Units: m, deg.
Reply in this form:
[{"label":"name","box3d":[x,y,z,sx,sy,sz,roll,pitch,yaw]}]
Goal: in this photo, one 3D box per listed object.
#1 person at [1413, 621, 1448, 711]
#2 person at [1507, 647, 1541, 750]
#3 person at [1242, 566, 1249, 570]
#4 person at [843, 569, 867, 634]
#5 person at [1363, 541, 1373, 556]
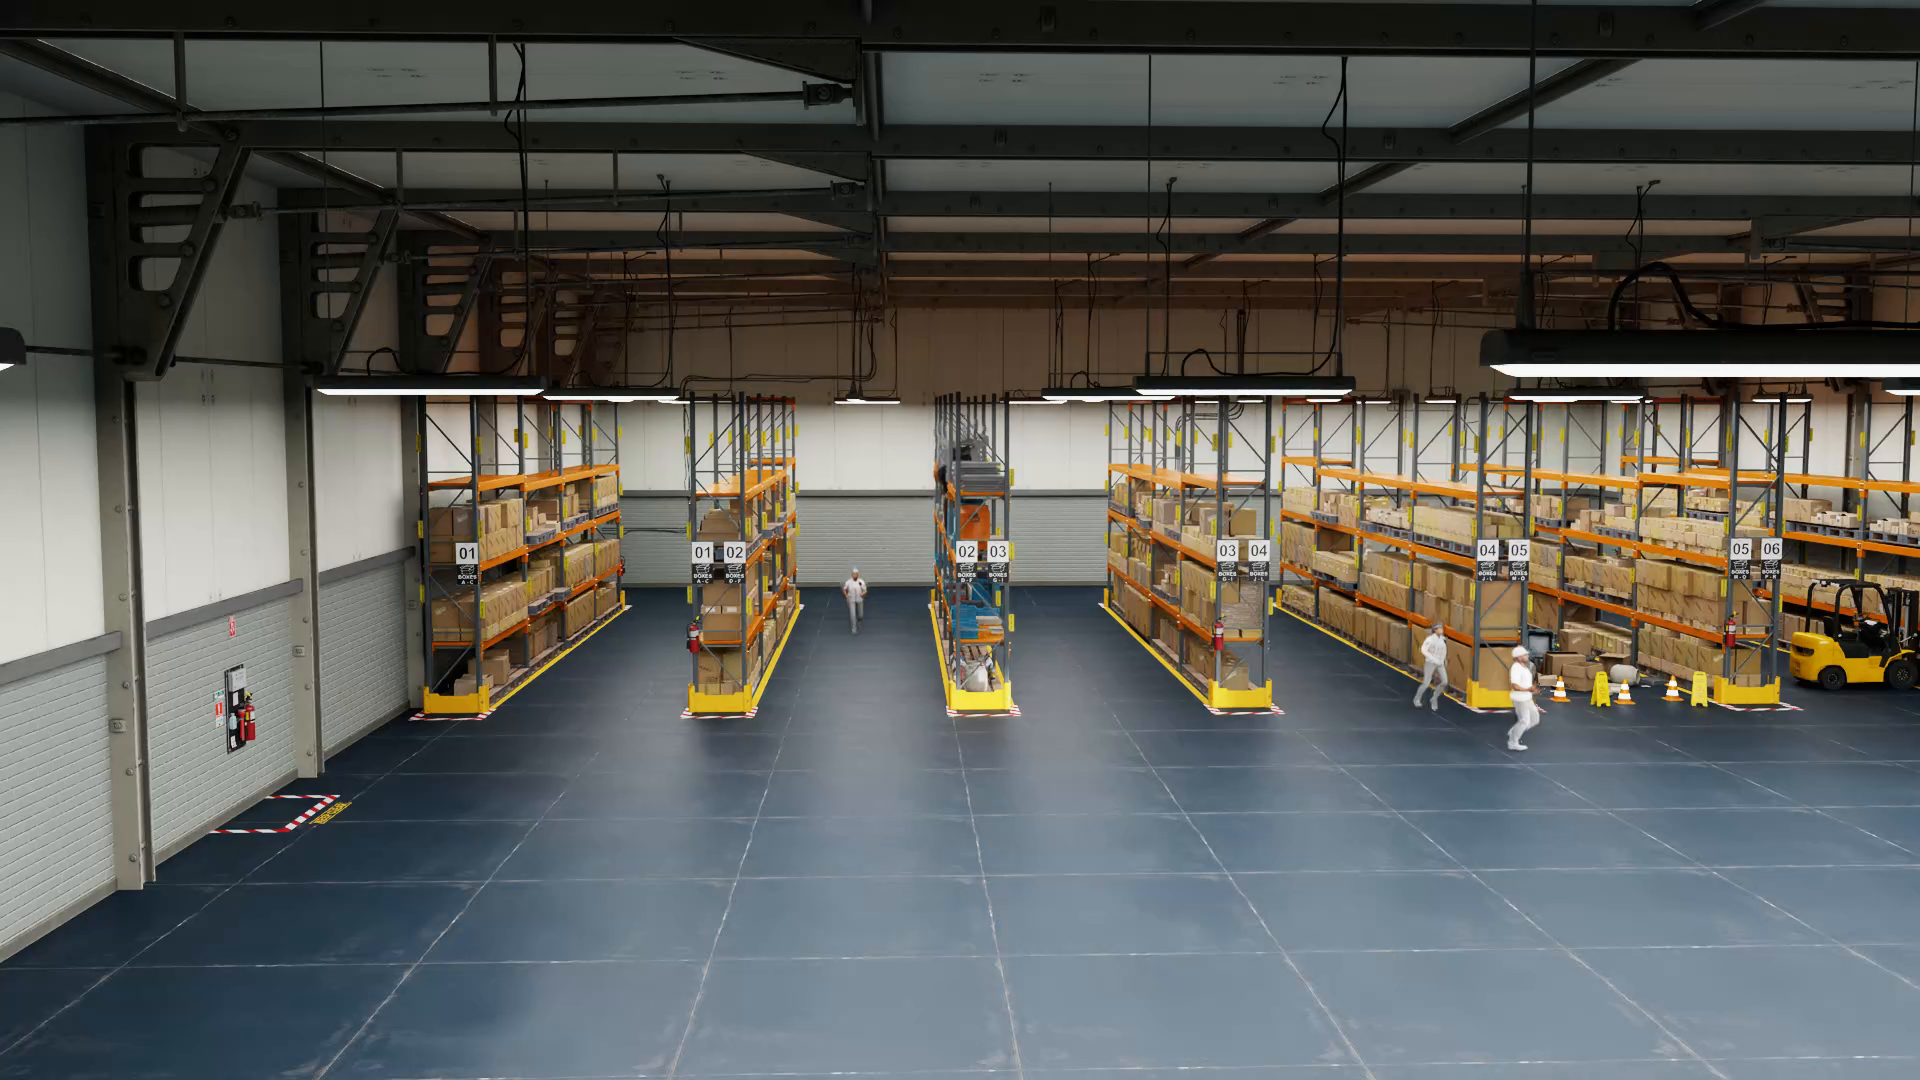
[{"label":"person","box3d":[9.027,2.375,31.567,0.675,1.685,0.644,-2,5,-22]},{"label":"person","box3d":[9.393,2.634,27.654,0.589,1.721,0.687,3,5,31]},{"label":"person","box3d":[7.889,1.186,46.440,0.664,1.620,0.923,1,5,6]},{"label":"person","box3d":[-2.657,1.548,42.041,0.611,1.619,0.652,-1,5,-9]},{"label":"person","box3d":[12.017,0.915,49.091,0.851,1.738,0.731,0,5,1]}]
